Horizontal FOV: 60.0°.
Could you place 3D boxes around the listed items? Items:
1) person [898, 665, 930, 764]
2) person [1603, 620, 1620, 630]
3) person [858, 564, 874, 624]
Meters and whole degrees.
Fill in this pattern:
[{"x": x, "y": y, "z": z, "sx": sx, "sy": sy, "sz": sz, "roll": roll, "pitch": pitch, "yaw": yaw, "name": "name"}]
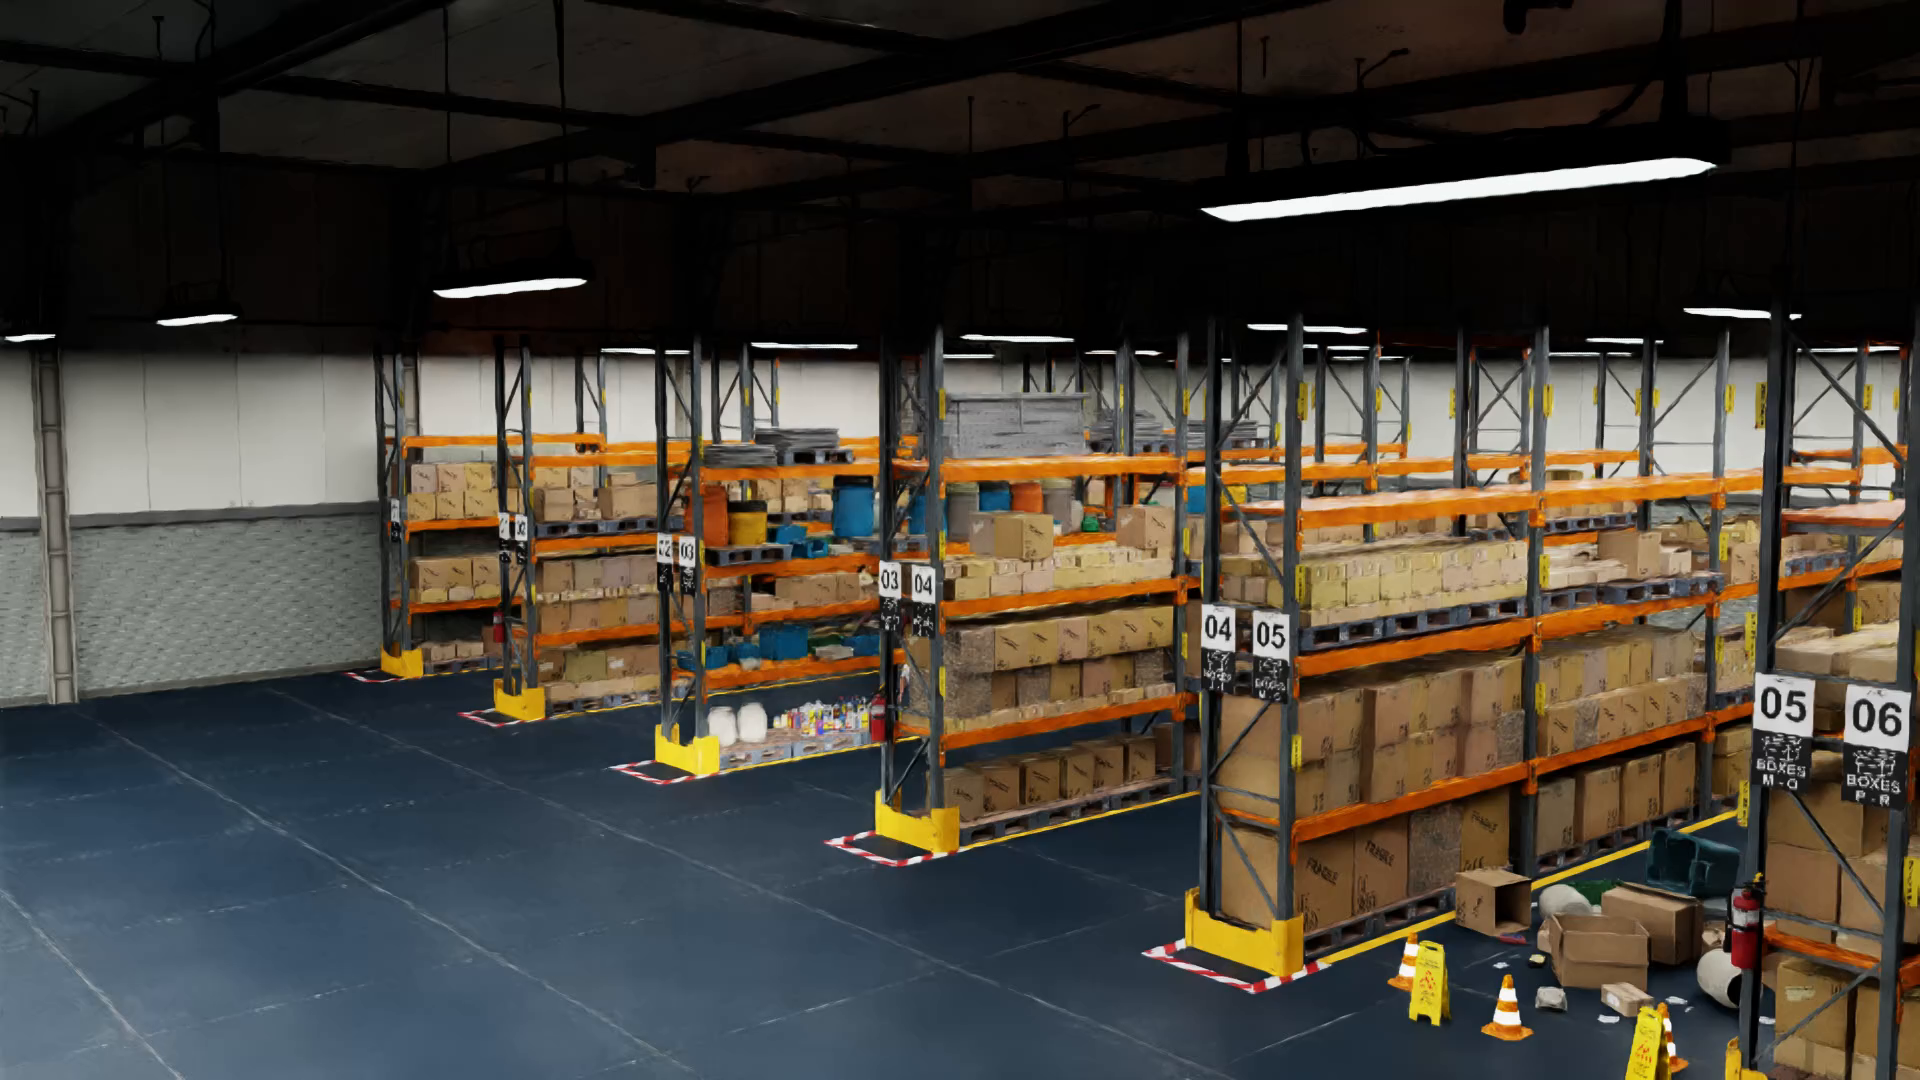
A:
[{"x": -0.475, "y": 2.210, "z": 23.114, "sx": 0.701, "sy": 1.693, "sz": 0.857, "roll": 3, "pitch": 6, "yaw": 33, "name": "person"}, {"x": 10.152, "y": 2.003, "z": 25.896, "sx": 0.508, "sy": 1.632, "sz": 0.639, "roll": -5, "pitch": 7, "yaw": -42, "name": "person"}, {"x": -1.960, "y": 1.226, "z": 34.130, "sx": 0.435, "sy": 1.671, "sz": 0.492, "roll": 2, "pitch": 6, "yaw": 23, "name": "person"}]
